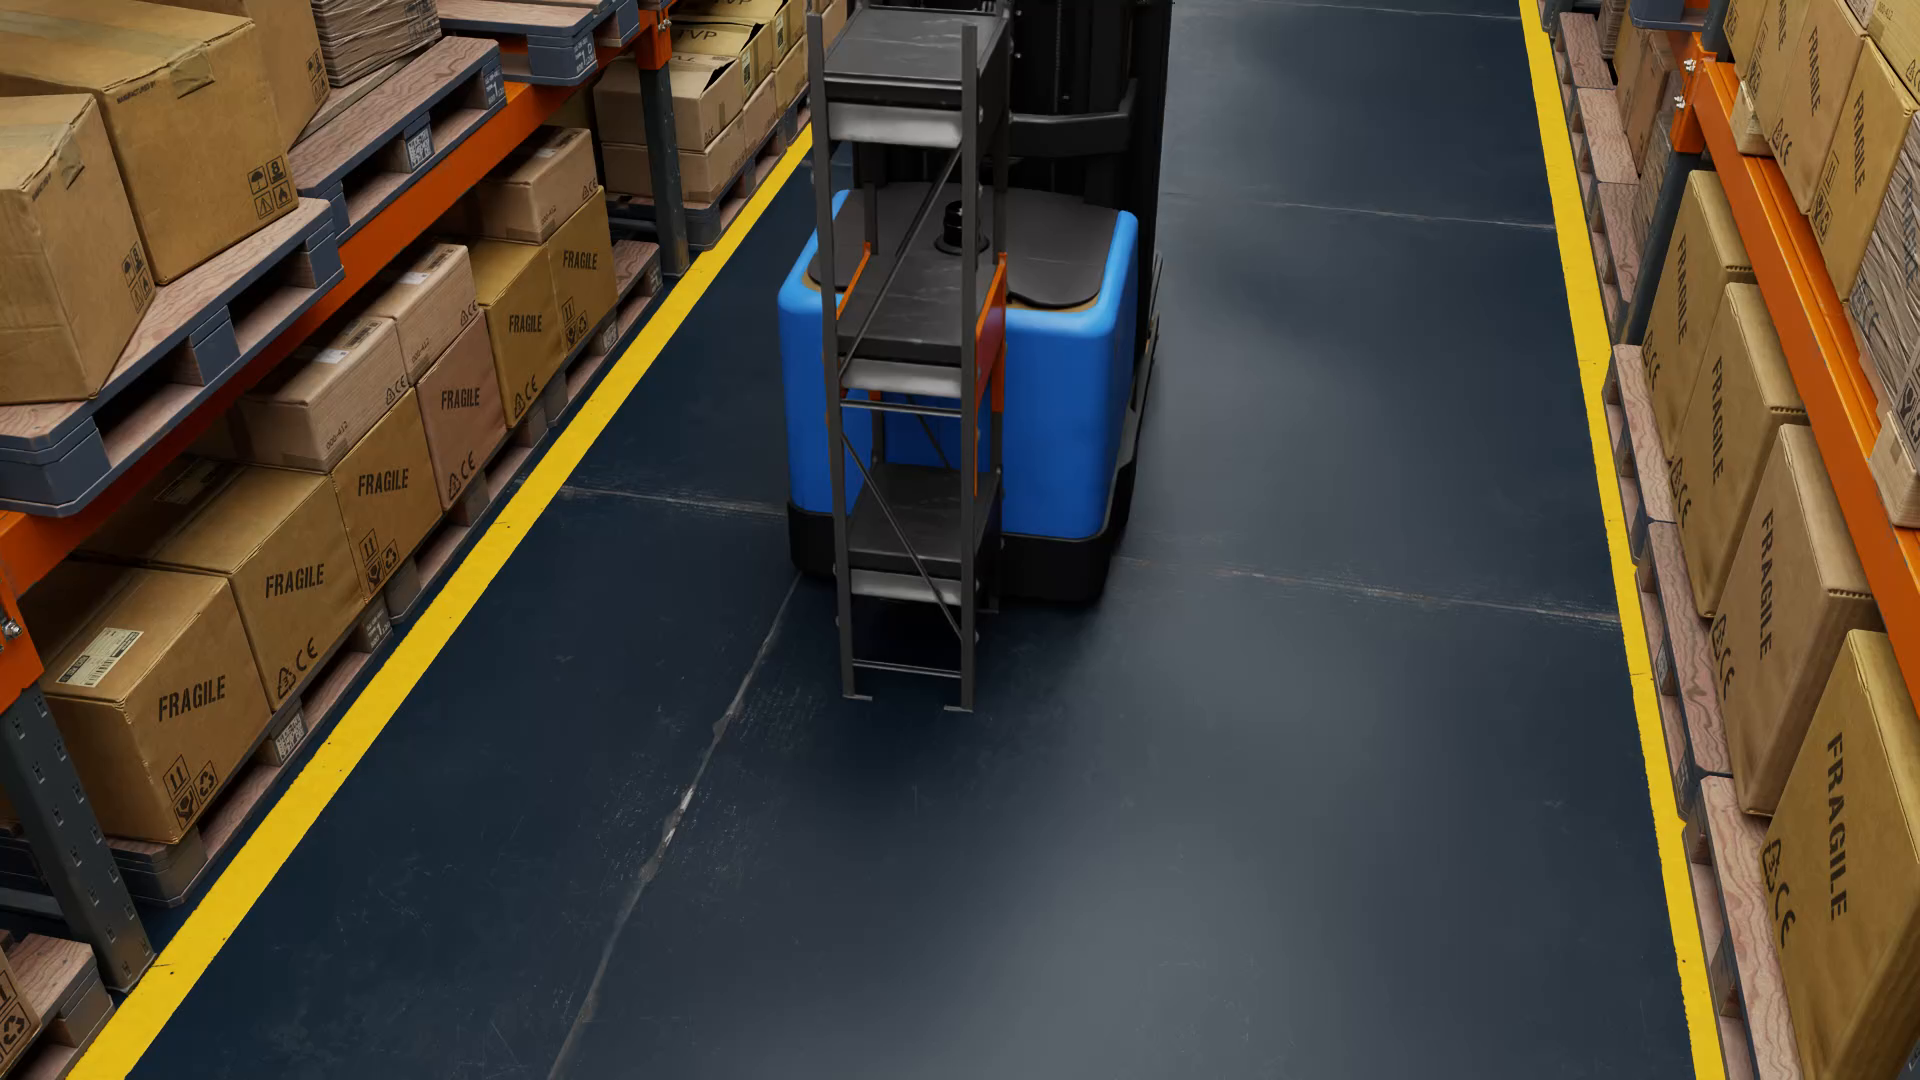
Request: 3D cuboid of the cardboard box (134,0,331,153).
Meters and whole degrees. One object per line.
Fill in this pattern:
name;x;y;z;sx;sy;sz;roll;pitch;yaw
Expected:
cardboard box;-2.244;-1.400;4.683;0.700;0.500;0.500;-1;36;-2

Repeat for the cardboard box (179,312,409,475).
cardboard box;-2.006;-0.459;4.943;0.500;0.250;0.500;7;37;10

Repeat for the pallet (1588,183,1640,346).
pallet;3.302;-1.162;7.174;1.003;0.211;1.213;7;37;10

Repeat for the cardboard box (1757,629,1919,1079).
cardboard box;2.291;0.761;3.618;0.750;0.750;0.750;8;37;11

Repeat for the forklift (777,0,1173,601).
forklift;0.206;-1.849;5.804;1.130;2.935;3.031;6;36;8

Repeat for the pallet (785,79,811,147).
pallet;-1.230;-2.498;9.016;1.003;0.211;1.213;7;37;10

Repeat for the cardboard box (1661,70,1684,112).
cardboard box;3.460;-1.710;7.308;0.700;0.500;0.500;7;37;10

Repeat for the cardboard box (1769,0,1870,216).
cardboard box;2.552;-1.183;4.470;0.500;0.500;0.500;7;37;10

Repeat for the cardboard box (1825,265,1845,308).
cardboard box;2.520;-0.709;4.370;0.380;0.149;0.250;8;37;10

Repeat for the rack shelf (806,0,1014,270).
rack shelf;-0.114;-1.044;4.232;0.431;0.518;0.480;6;36;8

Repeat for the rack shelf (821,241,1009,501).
rack shelf;-0.114;-0.478;4.643;0.431;0.518;0.480;6;36;8

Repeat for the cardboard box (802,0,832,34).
cardboard box;-0.984;-2.899;8.701;0.500;0.311;0.500;7;36;9

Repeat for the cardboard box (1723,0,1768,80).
cardboard box;2.780;-1.766;5.275;0.500;0.500;0.500;8;37;11

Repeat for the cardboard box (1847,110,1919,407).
cardboard box;2.346;-0.596;3.661;0.500;0.500;0.500;7;37;10

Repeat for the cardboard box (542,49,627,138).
cardboard box;-1.836;-2.077;7.567;0.500;0.311;0.500;8;37;11

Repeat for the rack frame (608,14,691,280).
rack frame;-1.707;-2.462;6.591;1.000;3.000;0.127;7;37;10

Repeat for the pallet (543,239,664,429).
pallet;-1.903;-0.910;6.826;1.003;0.211;1.213;7;37;10

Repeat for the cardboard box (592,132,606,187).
cardboard box;-1.833;-1.851;7.733;0.500;0.250;0.500;8;37;11

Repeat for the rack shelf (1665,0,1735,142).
rack shelf;3.560;-2.699;7.531;1.077;0.370;4.000;7;37;10

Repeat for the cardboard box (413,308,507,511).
cardboard box;-1.894;-0.464;5.590;0.500;0.500;0.500;6;36;8

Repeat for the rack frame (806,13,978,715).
rack frame;-0.158;-0.348;4.441;0.400;2.100;0.015;6;36;8

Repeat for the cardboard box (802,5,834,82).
cardboard box;-0.987;-2.663;8.854;0.500;0.250;0.500;8;37;11

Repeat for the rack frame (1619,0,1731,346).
rack frame;3.133;-1.844;5.738;1.000;3.000;0.127;7;37;10

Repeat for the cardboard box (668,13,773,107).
cardboard box;-1.204;-2.312;7.891;0.500;0.311;0.500;6;36;9

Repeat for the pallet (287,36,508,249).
pallet;-2.118;-1.269;5.109;1.003;0.211;1.213;7;37;10

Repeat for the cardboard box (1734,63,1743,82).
cardboard box;2.837;-1.590;5.585;0.380;0.149;0.250;7;36;9

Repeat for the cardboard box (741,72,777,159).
cardboard box;-1.202;-2.071;8.036;0.500;0.250;0.500;6;36;9

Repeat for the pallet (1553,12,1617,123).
pallet;3.823;-2.561;9.104;1.003;0.211;1.213;7;37;10

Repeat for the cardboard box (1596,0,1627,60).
cardboard box;3.847;-2.879;8.921;0.700;0.500;0.500;9;37;12

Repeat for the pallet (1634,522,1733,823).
pallet;2.629;0.425;4.983;1.003;0.211;1.213;7;37;10

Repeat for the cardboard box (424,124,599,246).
cardboard box;-1.685;-1.334;6.150;0.500;0.250;0.500;9;37;12

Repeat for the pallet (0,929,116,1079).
pallet;-2.709;1.354;3.703;1.003;0.211;1.213;7;37;10

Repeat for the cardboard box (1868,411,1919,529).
cardboard box;2.204;-0.135;3.578;0.380;0.149;0.250;7;37;10

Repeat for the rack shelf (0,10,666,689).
rack shelf;-2.134;-1.024;5.220;1.077;0.370;4.000;7;37;10

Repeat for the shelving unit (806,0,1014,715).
shelving unit;-0.114;-0.489;4.635;0.431;2.100;0.503;6;36;8

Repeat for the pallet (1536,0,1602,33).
pallet;4.097;-3.397;10.257;1.003;0.211;1.213;7;37;10

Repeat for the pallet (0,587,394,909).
pallet;-2.424;0.489;4.896;1.003;0.211;1.213;7;37;10

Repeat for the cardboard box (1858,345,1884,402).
cardboard box;2.389;-0.409;3.955;0.380;0.149;0.250;6;36;9

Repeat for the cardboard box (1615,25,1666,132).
cardboard box;3.637;-2.289;8.107;0.700;0.500;0.500;8;37;10

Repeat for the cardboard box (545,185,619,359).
cardboard box;-1.677;-1.063;6.415;0.500;0.500;0.500;9;37;12

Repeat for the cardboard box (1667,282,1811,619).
cardboard box;2.655;-0.237;4.994;0.750;0.750;0.750;7;37;10

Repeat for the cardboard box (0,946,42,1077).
cardboard box;-2.406;1.027;3.532;0.500;0.500;0.500;7;37;10

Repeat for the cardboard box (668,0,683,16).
cardboard box;-1.620;-2.665;8.378;0.500;0.311;0.500;7;37;10

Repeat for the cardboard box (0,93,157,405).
cardboard box;-2.242;-0.623;3.611;0.700;0.500;0.500;-4;36;-6

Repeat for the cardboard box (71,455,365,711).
cardboard box;-2.117;0.111;4.796;0.500;0.500;0.500;8;37;11
